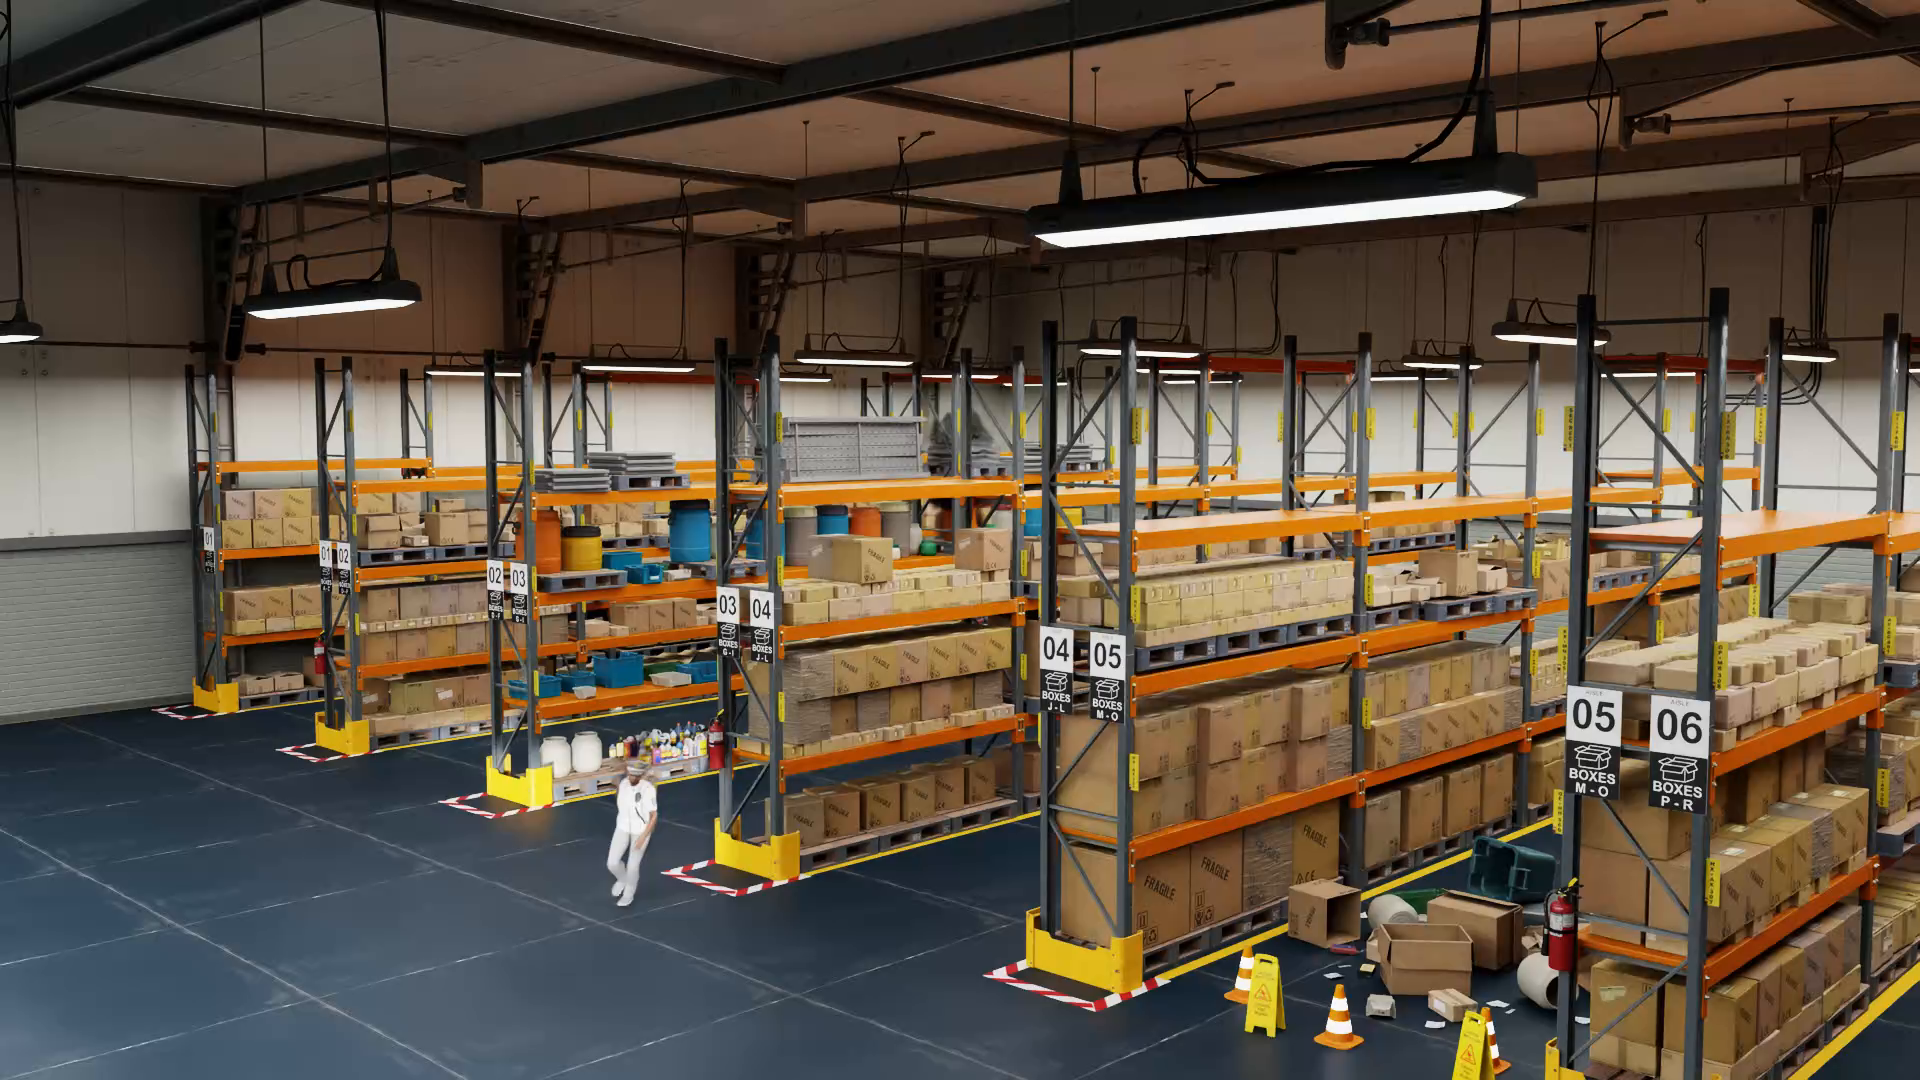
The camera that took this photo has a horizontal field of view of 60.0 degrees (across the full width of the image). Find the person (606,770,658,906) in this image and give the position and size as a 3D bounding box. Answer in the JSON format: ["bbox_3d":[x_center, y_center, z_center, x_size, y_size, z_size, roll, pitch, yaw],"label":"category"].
[{"bbox_3d":[-3.401,3.044,17.335,0.603,1.587,0.699,1,4,9],"label":"person"}]
